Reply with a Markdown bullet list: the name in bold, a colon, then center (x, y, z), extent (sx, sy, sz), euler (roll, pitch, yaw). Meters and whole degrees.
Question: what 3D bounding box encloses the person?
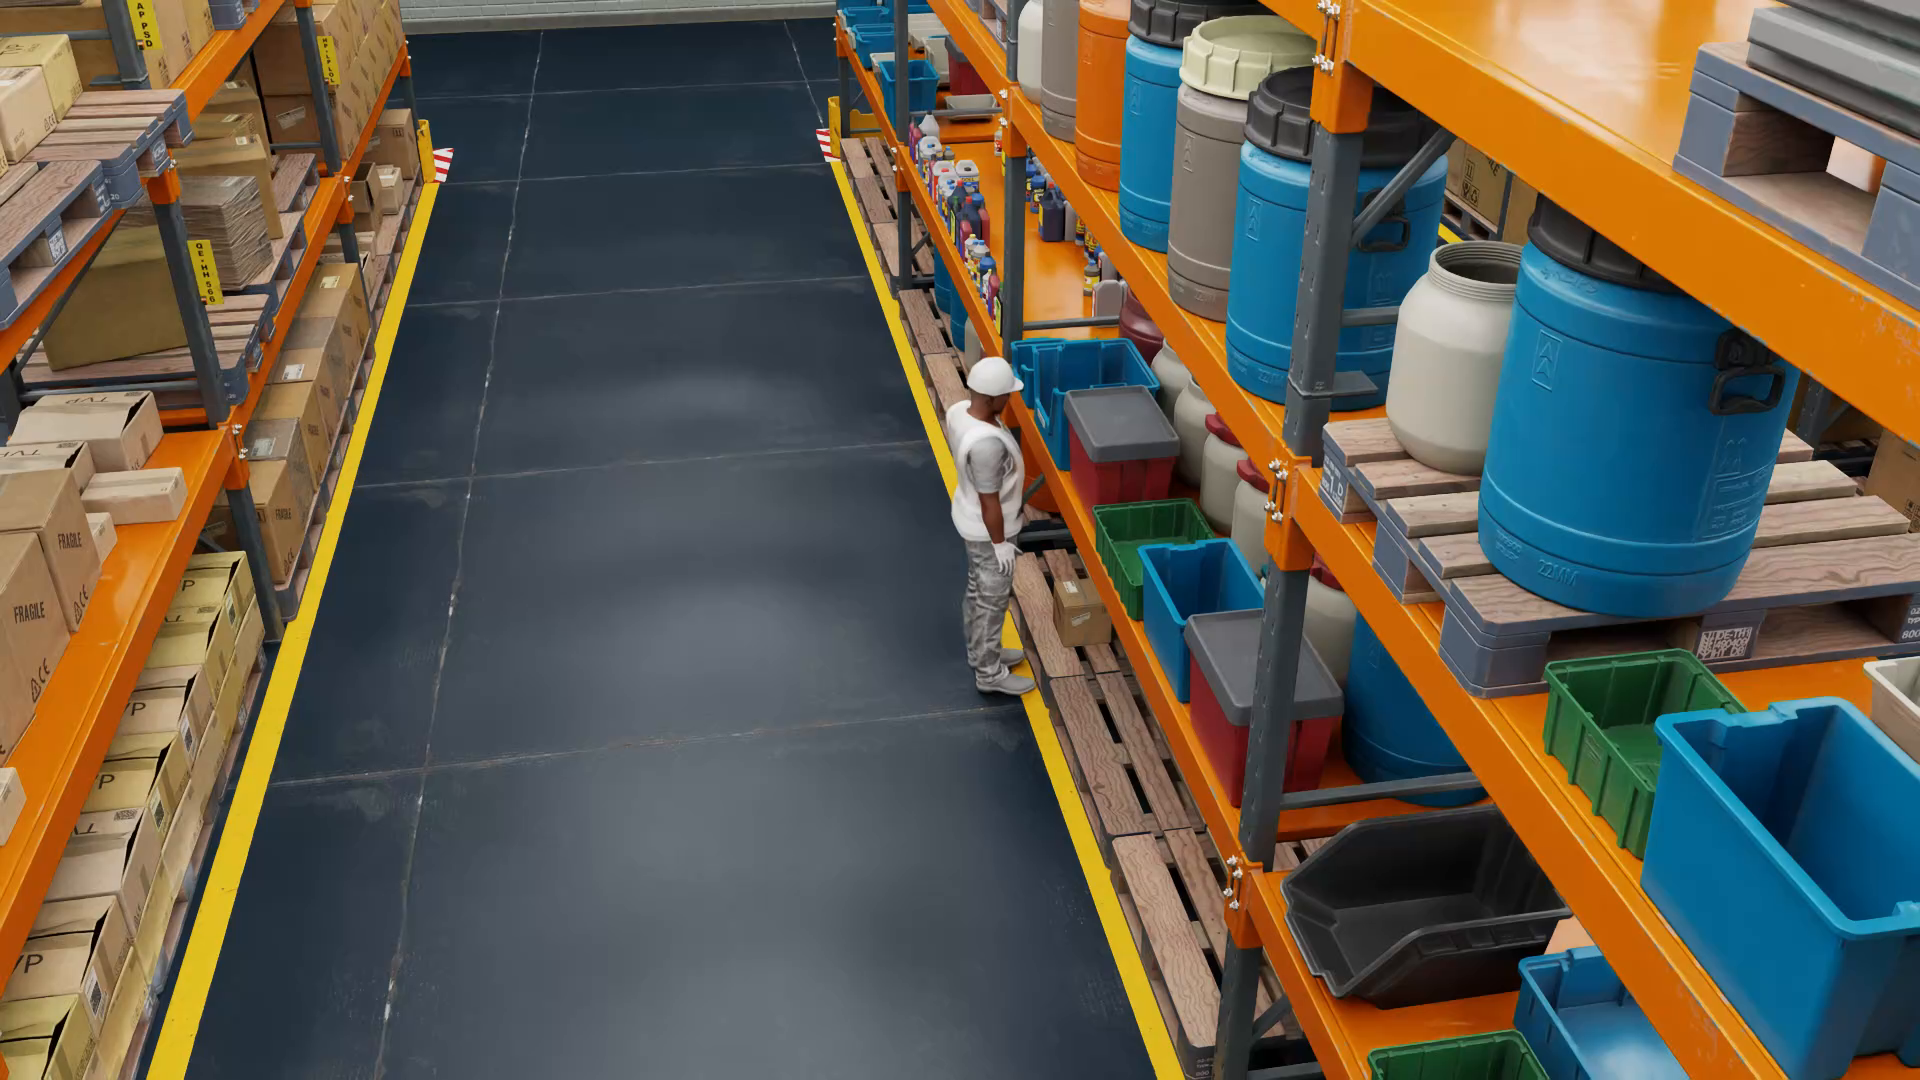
- **person**: center (0.162, -0.076, 8.220), extent (0.404, 1.789, 0.561), euler (-5, 31, -9)
